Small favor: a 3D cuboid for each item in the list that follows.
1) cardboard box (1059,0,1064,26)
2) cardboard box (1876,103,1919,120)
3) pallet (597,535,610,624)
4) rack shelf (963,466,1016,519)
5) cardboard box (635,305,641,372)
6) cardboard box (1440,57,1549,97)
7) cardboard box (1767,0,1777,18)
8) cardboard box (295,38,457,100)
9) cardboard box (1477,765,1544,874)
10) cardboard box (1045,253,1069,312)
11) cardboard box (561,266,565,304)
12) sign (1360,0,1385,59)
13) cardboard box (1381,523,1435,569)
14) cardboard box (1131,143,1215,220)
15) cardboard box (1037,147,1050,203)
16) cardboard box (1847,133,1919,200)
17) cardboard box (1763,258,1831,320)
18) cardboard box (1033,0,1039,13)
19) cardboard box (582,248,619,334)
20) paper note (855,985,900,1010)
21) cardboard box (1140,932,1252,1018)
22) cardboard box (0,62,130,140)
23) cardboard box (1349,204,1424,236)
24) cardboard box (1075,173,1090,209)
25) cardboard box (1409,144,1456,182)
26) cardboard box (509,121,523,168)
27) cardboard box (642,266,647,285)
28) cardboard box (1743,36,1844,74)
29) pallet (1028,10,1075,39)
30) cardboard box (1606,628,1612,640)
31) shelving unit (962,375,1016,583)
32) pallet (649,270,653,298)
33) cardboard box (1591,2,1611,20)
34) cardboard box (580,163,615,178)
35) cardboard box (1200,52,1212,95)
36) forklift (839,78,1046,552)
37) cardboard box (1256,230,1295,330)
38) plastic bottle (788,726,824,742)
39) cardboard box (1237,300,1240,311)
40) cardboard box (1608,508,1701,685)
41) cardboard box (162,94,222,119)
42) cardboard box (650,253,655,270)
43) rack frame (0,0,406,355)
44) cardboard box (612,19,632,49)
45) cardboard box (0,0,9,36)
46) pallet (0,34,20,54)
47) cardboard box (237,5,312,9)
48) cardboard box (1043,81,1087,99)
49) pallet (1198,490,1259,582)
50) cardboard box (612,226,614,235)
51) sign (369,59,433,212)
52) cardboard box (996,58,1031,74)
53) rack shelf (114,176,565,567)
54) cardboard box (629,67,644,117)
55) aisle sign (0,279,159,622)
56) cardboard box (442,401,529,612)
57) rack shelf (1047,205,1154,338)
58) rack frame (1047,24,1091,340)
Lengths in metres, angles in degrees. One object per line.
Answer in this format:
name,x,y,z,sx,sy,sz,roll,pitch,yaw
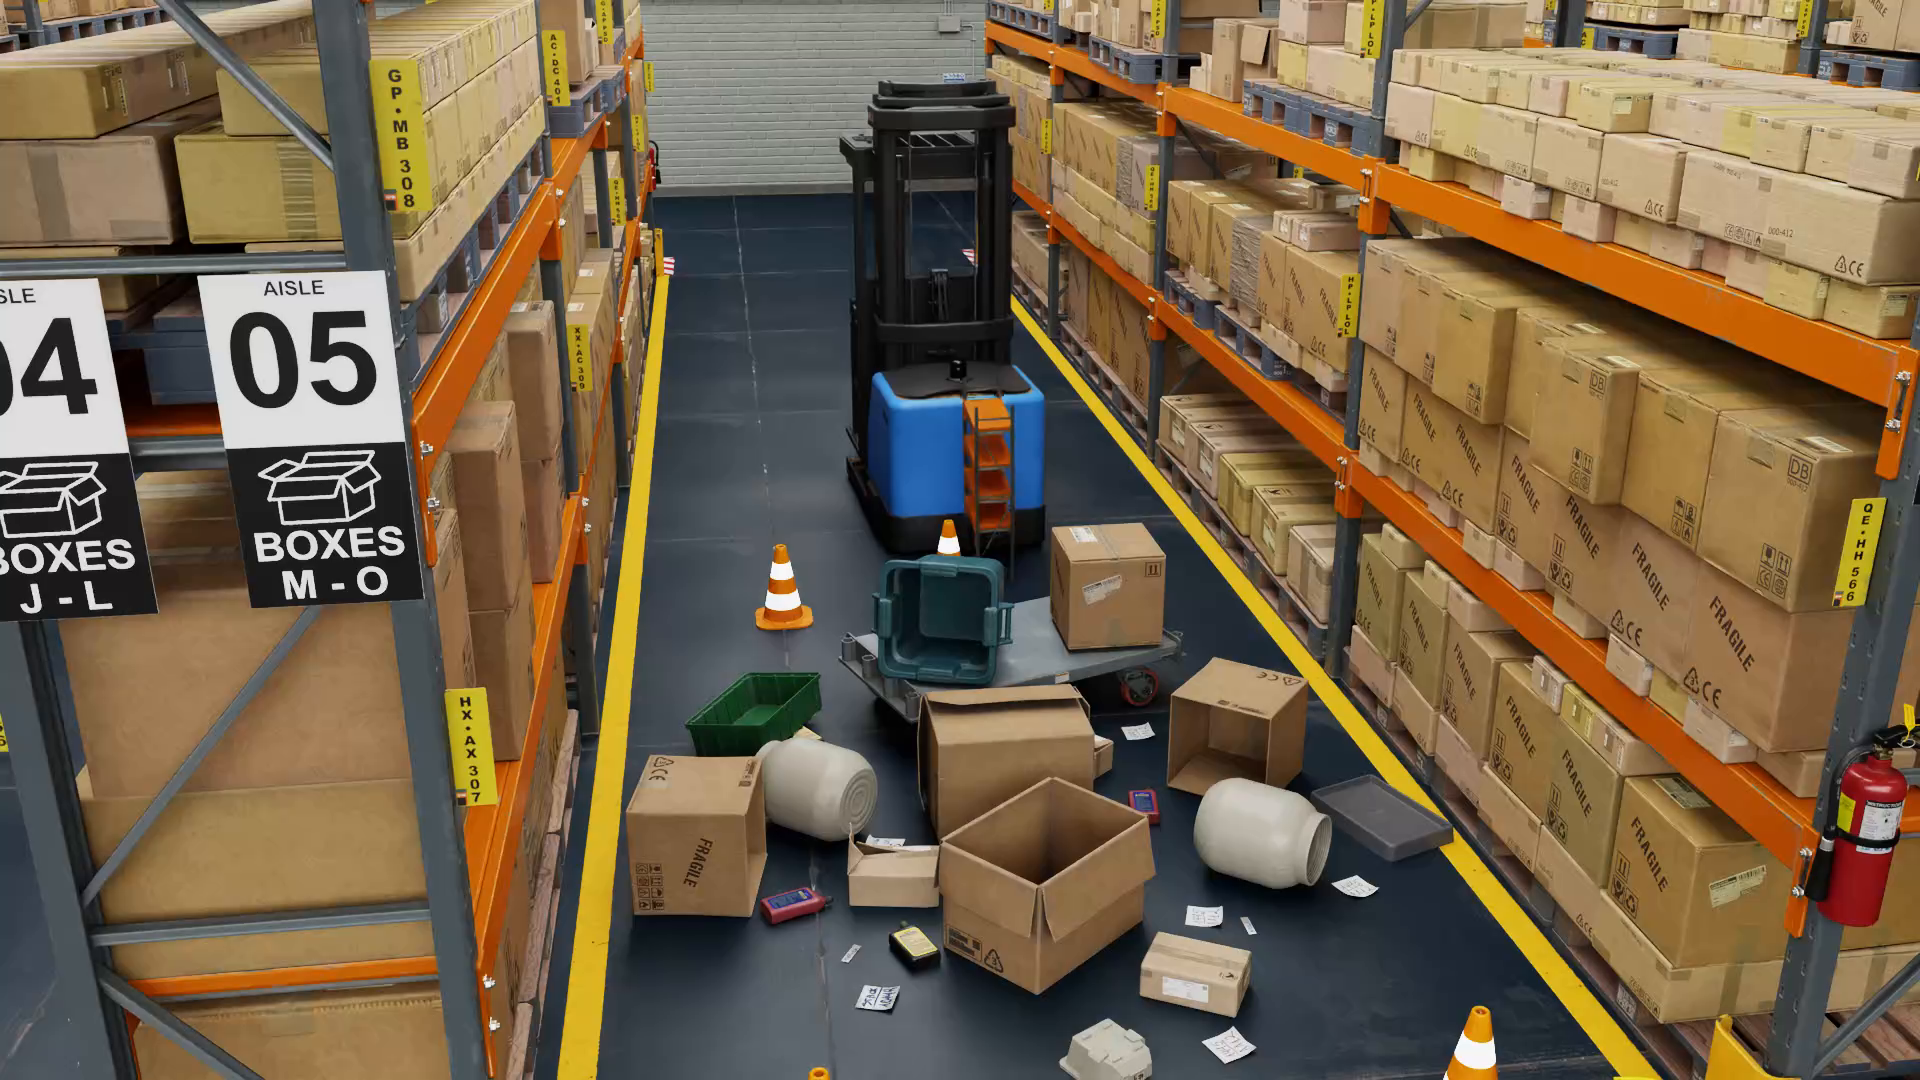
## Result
cardboard box,1.102,-4.797,15.077,0.396,0.266,0.258,-3,21,-8
cardboard box,3.267,-1.355,5.490,0.380,0.149,0.250,-3,21,-8
pallet,-2.719,0.225,10.311,1.003,0.211,1.213,-3,21,-8
rack shelf,0.180,-0.312,10.448,0.258,0.148,0.480,-5,27,-7
cardboard box,-3.078,-1.769,14.637,0.500,0.500,0.500,-3,21,-9
cardboard box,2.347,-2.034,7.307,0.380,0.149,0.250,-4,21,-10
cardboard box,6.588,-4.177,13.045,0.380,0.149,0.250,-4,21,-10
cardboard box,-1.619,-1.309,4.622,0.380,0.149,0.250,-3,21,-7
cardboard box,2.575,1.170,7.125,0.500,0.250,0.500,-4,21,-10
cardboard box,1.392,-2.668,17.134,0.875,0.438,0.875,-3,21,-9
cardboard box,-2.580,-1.434,9.197,0.700,0.500,0.500,-3,21,-7
sign,1.981,-2.482,7.984,0.100,0.325,0.005,-3,21,-8
cardboard box,2.306,0.021,8.202,0.380,0.149,0.250,-3,21,-7
cardboard box,1.619,-2.745,12.706,0.500,0.500,0.500,-3,21,-9
cardboard box,1.056,-3.643,16.541,0.500,0.500,0.500,-3,21,-7
cardboard box,2.765,-1.057,4.692,0.380,0.149,0.250,-3,21,-7
cardboard box,2.709,-0.775,5.077,0.380,0.149,0.250,-3,21,-7
cardboard box,0.929,-5.276,16.385,0.380,0.149,0.250,-2,21,-6
cardboard box,-2.600,-1.684,11.294,0.500,0.500,0.500,-3,21,-8
paper note,-0.318,1.768,6.441,0.144,0.017,0.142,4,21,11
cardboard box,0.918,1.690,6.479,0.380,0.149,0.250,8,22,20
cardboard box,-2.162,-1.013,3.832,0.380,0.149,0.250,-3,21,-7
cardboard box,2.553,-1.917,9.967,0.380,0.149,0.250,-2,21,-5
cardboard box,1.310,-3.091,14.705,0.500,0.250,0.500,-3,21,-7
cardboard box,2.312,-1.753,7.693,0.380,0.149,0.250,-3,21,-8
cardboard box,-1.839,-1.464,6.177,0.380,0.149,0.250,-3,21,-7
cardboard box,-3.465,-2.753,17.348,0.380,0.149,0.250,-3,21,-8
cardboard box,6.550,-3.816,13.073,0.500,0.250,0.500,-4,21,-10
pallet,1.269,-5.096,16.413,1.003,0.211,1.213,-3,21,-8
cardboard box,2.713,0.350,6.352,0.380,0.149,0.250,-3,21,-7
shelving unit,0.179,-0.372,10.418,0.258,1.200,0.503,-5,27,-7
pallet,-3.991,-2.933,18.768,1.003,0.211,1.213,-3,21,-8
cardboard box,6.025,-4.842,15.222,0.380,0.149,0.250,-3,21,-7
cardboard box,-3.144,-3.119,14.189,0.380,0.149,0.250,-3,21,-8
cardboard box,1.867,-3.200,11.402,0.396,0.266,0.258,-3,21,-8
forklift,-0.233,-1.774,11.778,1.130,2.935,3.031,-4,21,-11
cardboard box,2.095,-1.561,9.940,0.500,0.500,0.500,-2,21,-6
plastic bottle,-0.821,1.002,8.447,0.133,0.061,0.283,-15,25,-35
cardboard box,2.027,-1.553,10.845,0.380,0.149,0.250,-2,21,-6
cardboard box,2.687,0.172,5.900,0.500,0.500,0.500,-3,21,-8
cardboard box,-2.196,-1.056,4.515,0.500,0.250,0.500,-3,21,-8
cardboard box,-3.665,-3.155,18.850,0.380,0.149,0.250,-2,21,-6
rack frame,-1.778,-1.820,3.227,1.000,3.000,0.127,-3,21,-8
cardboard box,-3.313,-4.673,15.367,0.500,0.250,0.500,-2,21,-5
cardboard box,-8.337,-4.397,13.673,0.700,0.500,0.500,-2,21,-6
pallet,-8.249,-3.950,13.490,0.805,0.209,1.217,-4,21,-10
cardboard box,-2.564,-1.980,6.419,0.380,0.149,0.250,-3,21,-8
cardboard box,1.017,-4.358,16.099,0.380,0.149,0.250,-3,21,-9
pallet,2.237,-0.065,11.090,1.003,0.211,1.213,-3,21,-8
cardboard box,-3.025,-2.572,13.575,0.380,0.149,0.250,-4,21,-10
sign,-1.228,-0.887,3.654,0.100,0.325,0.005,-3,21,-8
cardboard box,0.609,-5.333,18.709,0.380,0.149,0.250,-2,21,-6
rack shelf,-2.066,-0.770,5.732,1.077,0.370,4.000,-3,21,-8
cardboard box,-3.615,-4.703,17.523,0.500,0.500,0.500,-2,21,-5
aisle sign,-2.064,-0.188,3.716,0.394,0.787,0.004,-3,21,-8
cardboard box,-1.910,-0.102,5.446,0.875,0.550,0.550,-3,21,-8
rack shelf,1.664,-2.419,14.435,1.077,0.370,4.000,-3,21,-8
rack frame,1.376,-3.449,16.163,1.000,3.000,0.127,-3,21,-8
